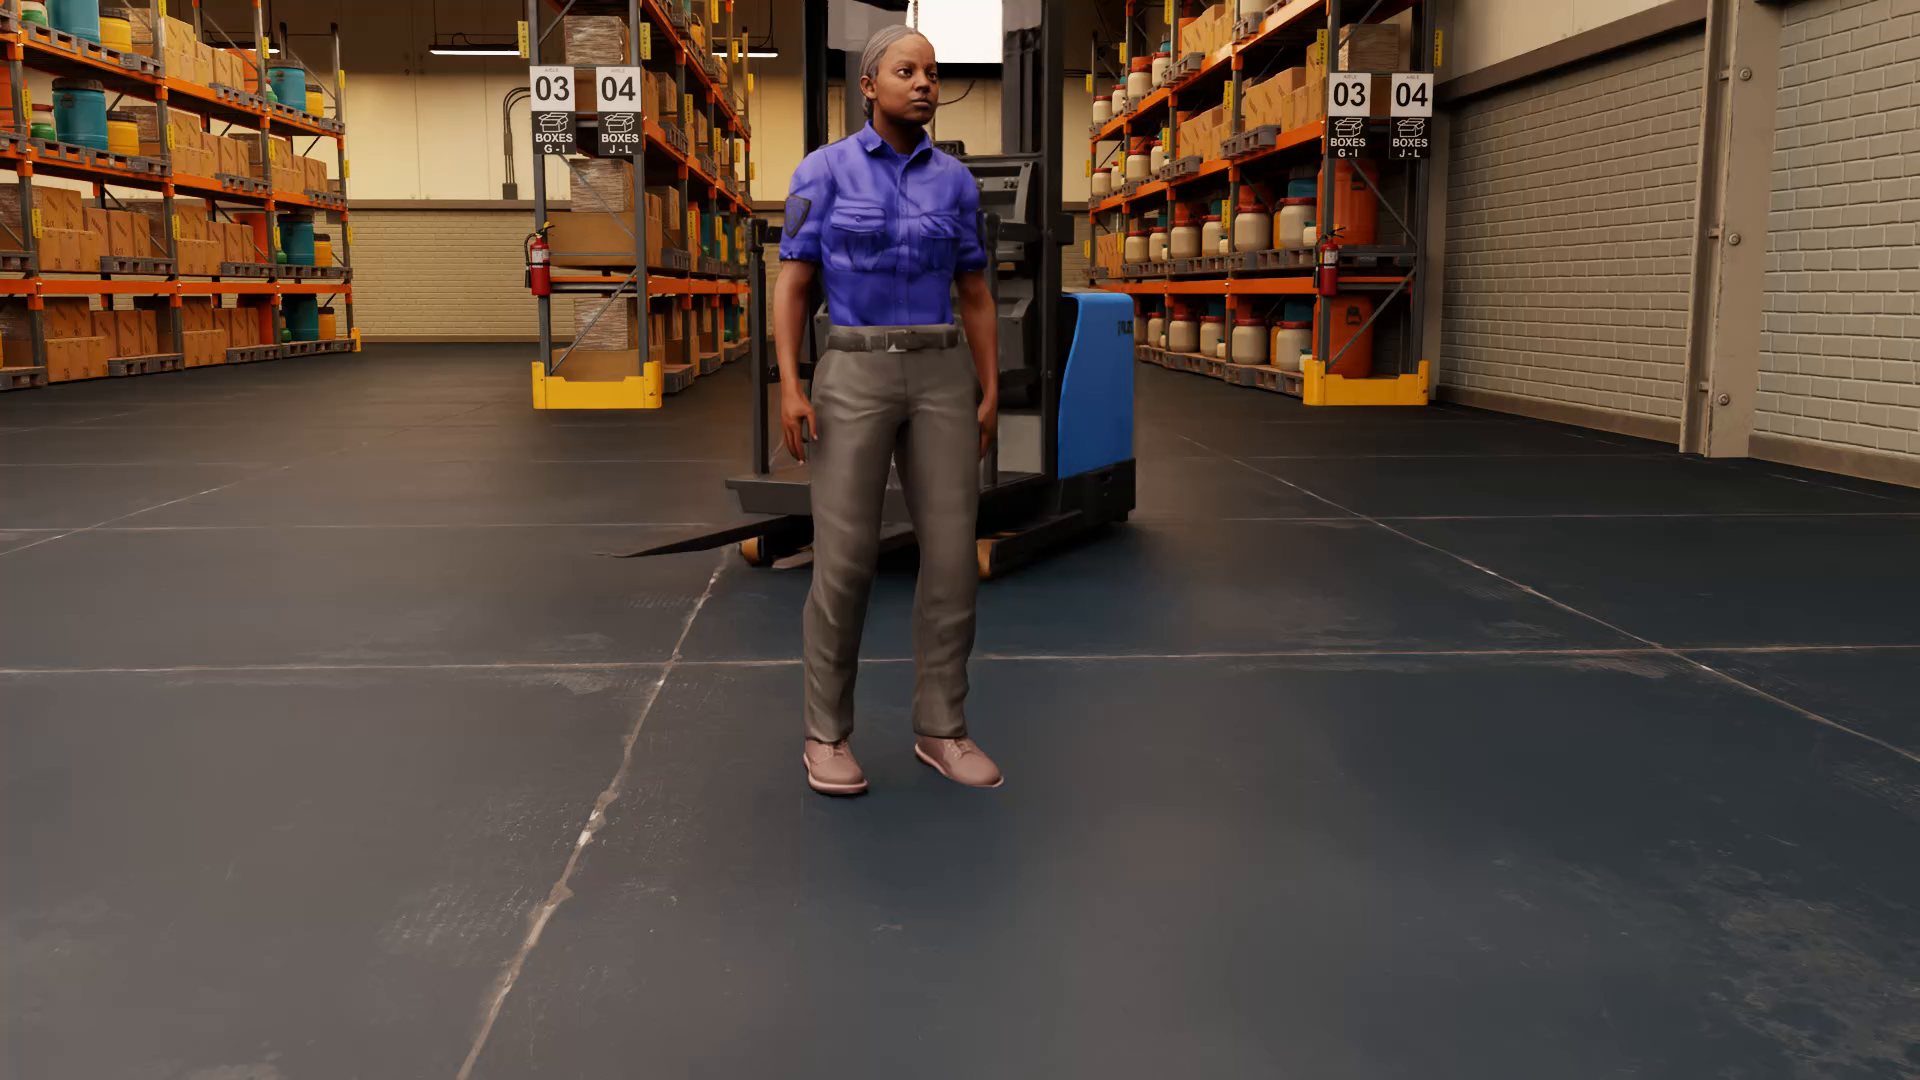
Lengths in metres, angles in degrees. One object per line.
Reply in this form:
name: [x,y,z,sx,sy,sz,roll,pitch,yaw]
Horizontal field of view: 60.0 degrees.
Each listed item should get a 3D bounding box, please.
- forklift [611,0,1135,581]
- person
forklift: [-0.235,-1.364,6.517,1.130,2.935,3.031,4,9,23]
person: [-0.135,-0.287,3.681,0.534,1.675,0.429,-3,9,-19]
